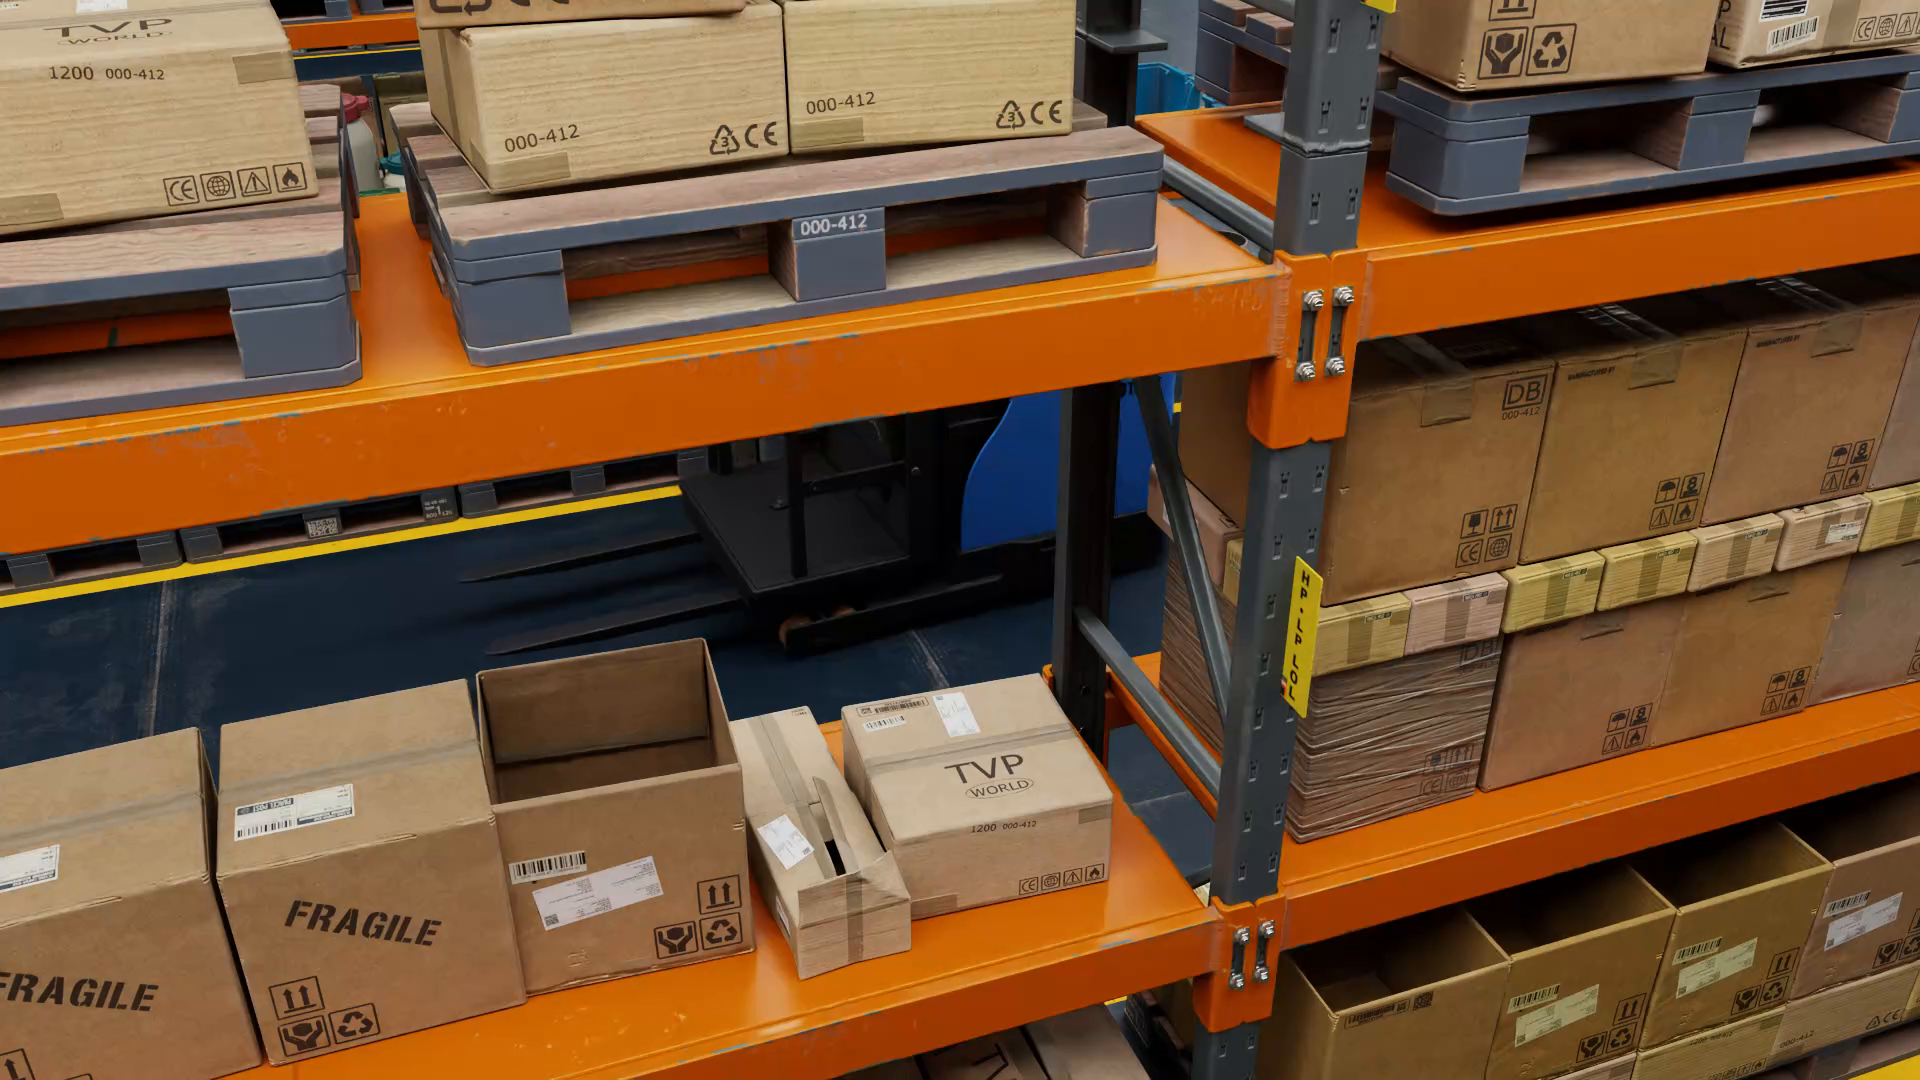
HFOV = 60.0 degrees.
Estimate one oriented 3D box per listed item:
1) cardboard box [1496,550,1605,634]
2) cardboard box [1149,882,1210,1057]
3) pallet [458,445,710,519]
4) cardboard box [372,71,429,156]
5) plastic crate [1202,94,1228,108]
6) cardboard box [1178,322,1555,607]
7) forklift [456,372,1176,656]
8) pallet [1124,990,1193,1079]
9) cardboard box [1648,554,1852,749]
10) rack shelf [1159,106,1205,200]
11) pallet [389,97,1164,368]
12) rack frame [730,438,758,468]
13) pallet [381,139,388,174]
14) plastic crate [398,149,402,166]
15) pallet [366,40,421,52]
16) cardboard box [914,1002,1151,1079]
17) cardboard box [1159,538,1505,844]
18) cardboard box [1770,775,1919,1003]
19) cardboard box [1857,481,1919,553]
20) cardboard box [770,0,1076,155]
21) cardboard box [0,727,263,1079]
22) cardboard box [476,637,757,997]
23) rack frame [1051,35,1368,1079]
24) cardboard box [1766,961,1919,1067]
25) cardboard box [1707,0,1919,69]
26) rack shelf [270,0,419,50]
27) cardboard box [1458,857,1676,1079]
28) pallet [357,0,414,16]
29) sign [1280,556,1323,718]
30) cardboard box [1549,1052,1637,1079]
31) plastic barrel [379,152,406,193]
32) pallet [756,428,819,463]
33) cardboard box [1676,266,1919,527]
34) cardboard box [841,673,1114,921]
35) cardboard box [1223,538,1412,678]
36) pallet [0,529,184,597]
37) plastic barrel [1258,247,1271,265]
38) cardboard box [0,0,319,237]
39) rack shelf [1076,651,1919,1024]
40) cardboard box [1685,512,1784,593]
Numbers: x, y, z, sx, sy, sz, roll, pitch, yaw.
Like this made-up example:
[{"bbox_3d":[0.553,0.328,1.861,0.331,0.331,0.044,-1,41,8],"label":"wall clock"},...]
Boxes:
[{"bbox_3d":[1.271,0.041,3.891,0.250,0.149,0.380,-11,32,-19],"label":"cardboard box"},{"bbox_3d":[0.833,1.243,4.892,0.500,0.250,0.500,-10,31,-18],"label":"cardboard box"},{"bbox_3d":[-1.971,-0.522,8.452,1.213,0.211,1.003,-10,31,-18],"label":"pallet"},{"bbox_3d":[-4.013,-3.120,12.277,0.500,0.500,0.700,-11,31,-18],"label":"cardboard box"},{"bbox_3d":[1.525,-2.178,8.693,0.408,0.251,0.499,-10,31,-18],"label":"plastic crate"},{"bbox_3d":[0.888,-0.275,3.790,0.500,0.500,0.700,-10,31,-17],"label":"cardboard box"},{"bbox_3d":[-0.618,-1.092,6.705,3.031,2.935,1.130,-13,32,-21],"label":"forklift"},{"bbox_3d":[1.235,1.506,4.894,1.213,0.211,1.003,-10,31,-18],"label":"pallet"},{"bbox_3d":[1.852,0.110,4.425,0.500,0.500,0.700,-10,31,-17],"label":"cardboard box"},{"bbox_3d":[0.625,-1.919,8.816,4.000,0.370,1.077,-10,31,-18],"label":"rack shelf"},{"bbox_3d":[-0.347,-0.650,3.024,1.217,0.209,0.805,-12,32,-20],"label":"pallet"},{"bbox_3d":[-1.249,-1.887,8.032,0.127,3.000,1.000,-10,31,-18],"label":"rack frame"},{"bbox_3d":[-3.705,-2.838,12.518,1.213,0.211,1.003,-10,31,-18],"label":"pallet"},{"bbox_3d":[-2.174,-1.545,7.448,0.575,0.384,0.392,-10,31,-18],"label":"plastic crate"},{"bbox_3d":[-5.308,-5.124,16.530,1.213,0.211,1.003,-10,31,-18],"label":"pallet"},{"bbox_3d":[0.195,1.383,4.078,0.500,0.311,0.500,-10,31,-18],"label":"cardboard box"},{"bbox_3d":[0.888,0.289,4.112,0.500,0.500,0.700,-11,32,-19],"label":"cardboard box"},{"bbox_3d":[2.424,0.904,4.730,0.500,0.500,0.500,-10,31,-18],"label":"cardboard box"},{"bbox_3d":[2.245,-0.139,4.207,0.250,0.149,0.380,-11,31,-18],"label":"cardboard box"},{"bbox_3d":[-0.106,-0.907,3.008,0.500,0.250,0.500,-7,30,-12],"label":"cardboard box"},{"bbox_3d":[-1.707,0.762,3.282,0.500,0.500,0.500,-12,32,-20],"label":"cardboard box"},{"bbox_3d":[-0.744,0.584,3.593,0.500,0.500,0.500,-8,31,-14],"label":"cardboard box"},{"bbox_3d":[0.475,0.412,3.997,0.127,3.000,1.000,-10,31,-18],"label":"rack frame"},{"bbox_3d":[2.422,1.228,4.918,0.500,0.250,0.500,-10,31,-18],"label":"cardboard box"},{"bbox_3d":[1.545,-1.154,3.239,0.500,0.311,0.500,-12,32,-20],"label":"cardboard box"},{"bbox_3d":[-4.851,-3.527,11.637,4.000,0.370,1.077,-10,31,-18],"label":"rack shelf"},{"bbox_3d":[1.484,1.074,4.431,0.500,0.500,0.500,-10,31,-18],"label":"cardboard box"},{"bbox_3d":[-3.743,-4.037,11.999,1.213,0.211,1.003,-10,31,-18],"label":"pallet"},{"bbox_3d":[0.673,0.193,3.291,0.005,0.325,0.100,-10,31,-18],"label":"sign"},{"bbox_3d":[1.485,1.401,4.614,0.500,0.250,0.500,-10,31,-18],"label":"cardboard box"},{"bbox_3d":[-2.543,-1.669,7.790,0.301,0.262,0.301,0,30,0],"label":"plastic barrel"},{"bbox_3d":[-0.605,-0.772,8.891,1.213,0.211,1.003,-10,31,-18],"label":"pallet"},{"bbox_3d":[1.831,-0.449,4.096,0.500,0.500,0.700,-10,31,-18],"label":"cardboard box"},{"bbox_3d":[0.029,0.582,3.849,0.500,0.250,0.500,-8,31,-15],"label":"cardboard box"},{"bbox_3d":[0.794,0.130,3.735,0.250,0.149,0.380,-10,31,-18],"label":"cardboard box"},{"bbox_3d":[-4.258,-0.100,7.713,1.213,0.211,1.003,-10,31,-18],"label":"pallet"},{"bbox_3d":[1.910,-1.530,9.494,0.421,0.512,0.421,0,30,0],"label":"plastic barrel"},{"bbox_3d":[-1.339,-0.707,2.658,0.500,0.250,0.500,-13,32,-22],"label":"cardboard box"},{"bbox_3d":[2.349,0.379,4.781,4.000,0.370,1.077,-10,31,-18],"label":"rack shelf"},{"bbox_3d":[1.751,-0.047,4.046,0.250,0.149,0.380,-11,32,-19],"label":"cardboard box"}]
